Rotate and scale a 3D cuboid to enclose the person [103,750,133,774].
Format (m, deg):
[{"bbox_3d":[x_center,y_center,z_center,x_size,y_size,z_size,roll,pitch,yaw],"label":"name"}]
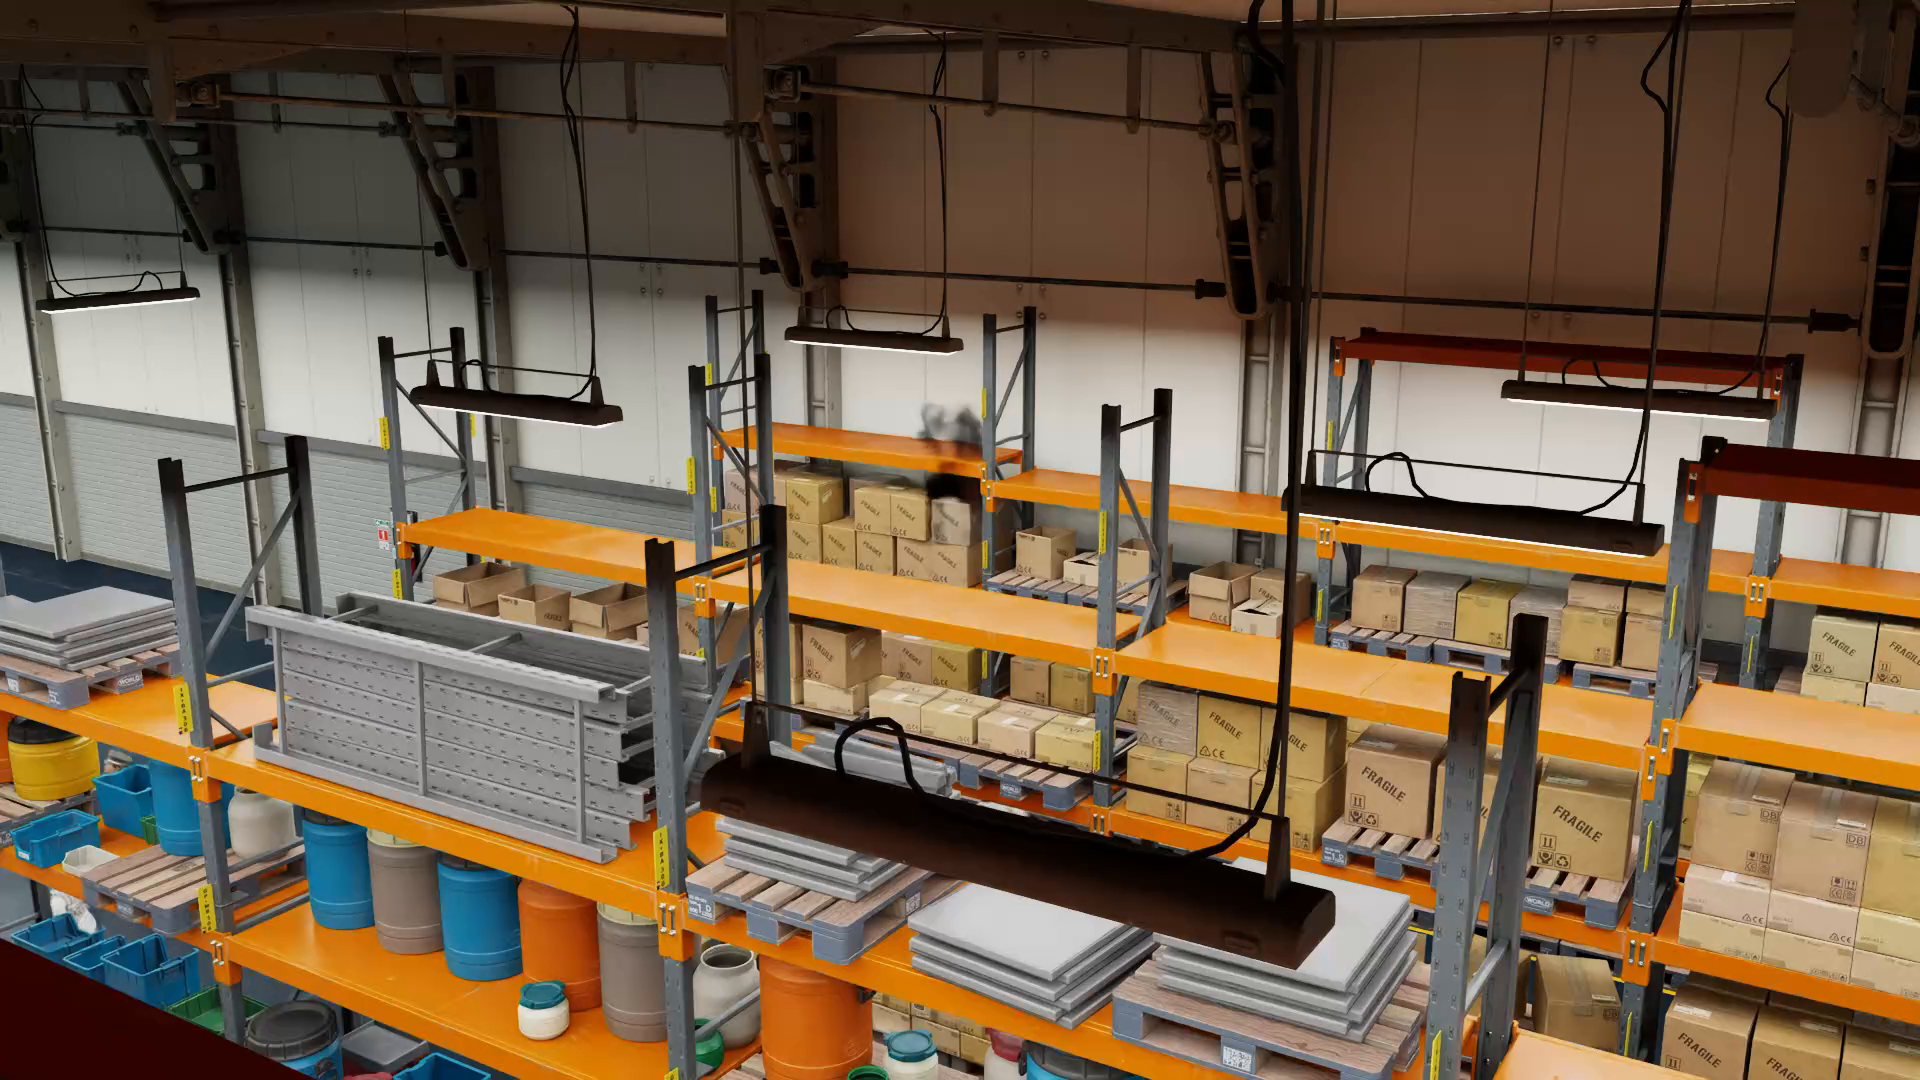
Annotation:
[{"bbox_3d":[-8.824,3.004,17.637,0.711,1.660,0.620,-8,16,-30],"label":"person"}]

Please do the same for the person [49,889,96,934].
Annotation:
[{"bbox_3d":[-7.997,3.643,15.111,0.862,1.711,0.633,-1,14,-5],"label":"person"}]

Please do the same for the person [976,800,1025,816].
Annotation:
[{"bbox_3d":[0.243,3.212,16.560,0.782,1.843,0.685,9,16,32],"label":"person"}]
